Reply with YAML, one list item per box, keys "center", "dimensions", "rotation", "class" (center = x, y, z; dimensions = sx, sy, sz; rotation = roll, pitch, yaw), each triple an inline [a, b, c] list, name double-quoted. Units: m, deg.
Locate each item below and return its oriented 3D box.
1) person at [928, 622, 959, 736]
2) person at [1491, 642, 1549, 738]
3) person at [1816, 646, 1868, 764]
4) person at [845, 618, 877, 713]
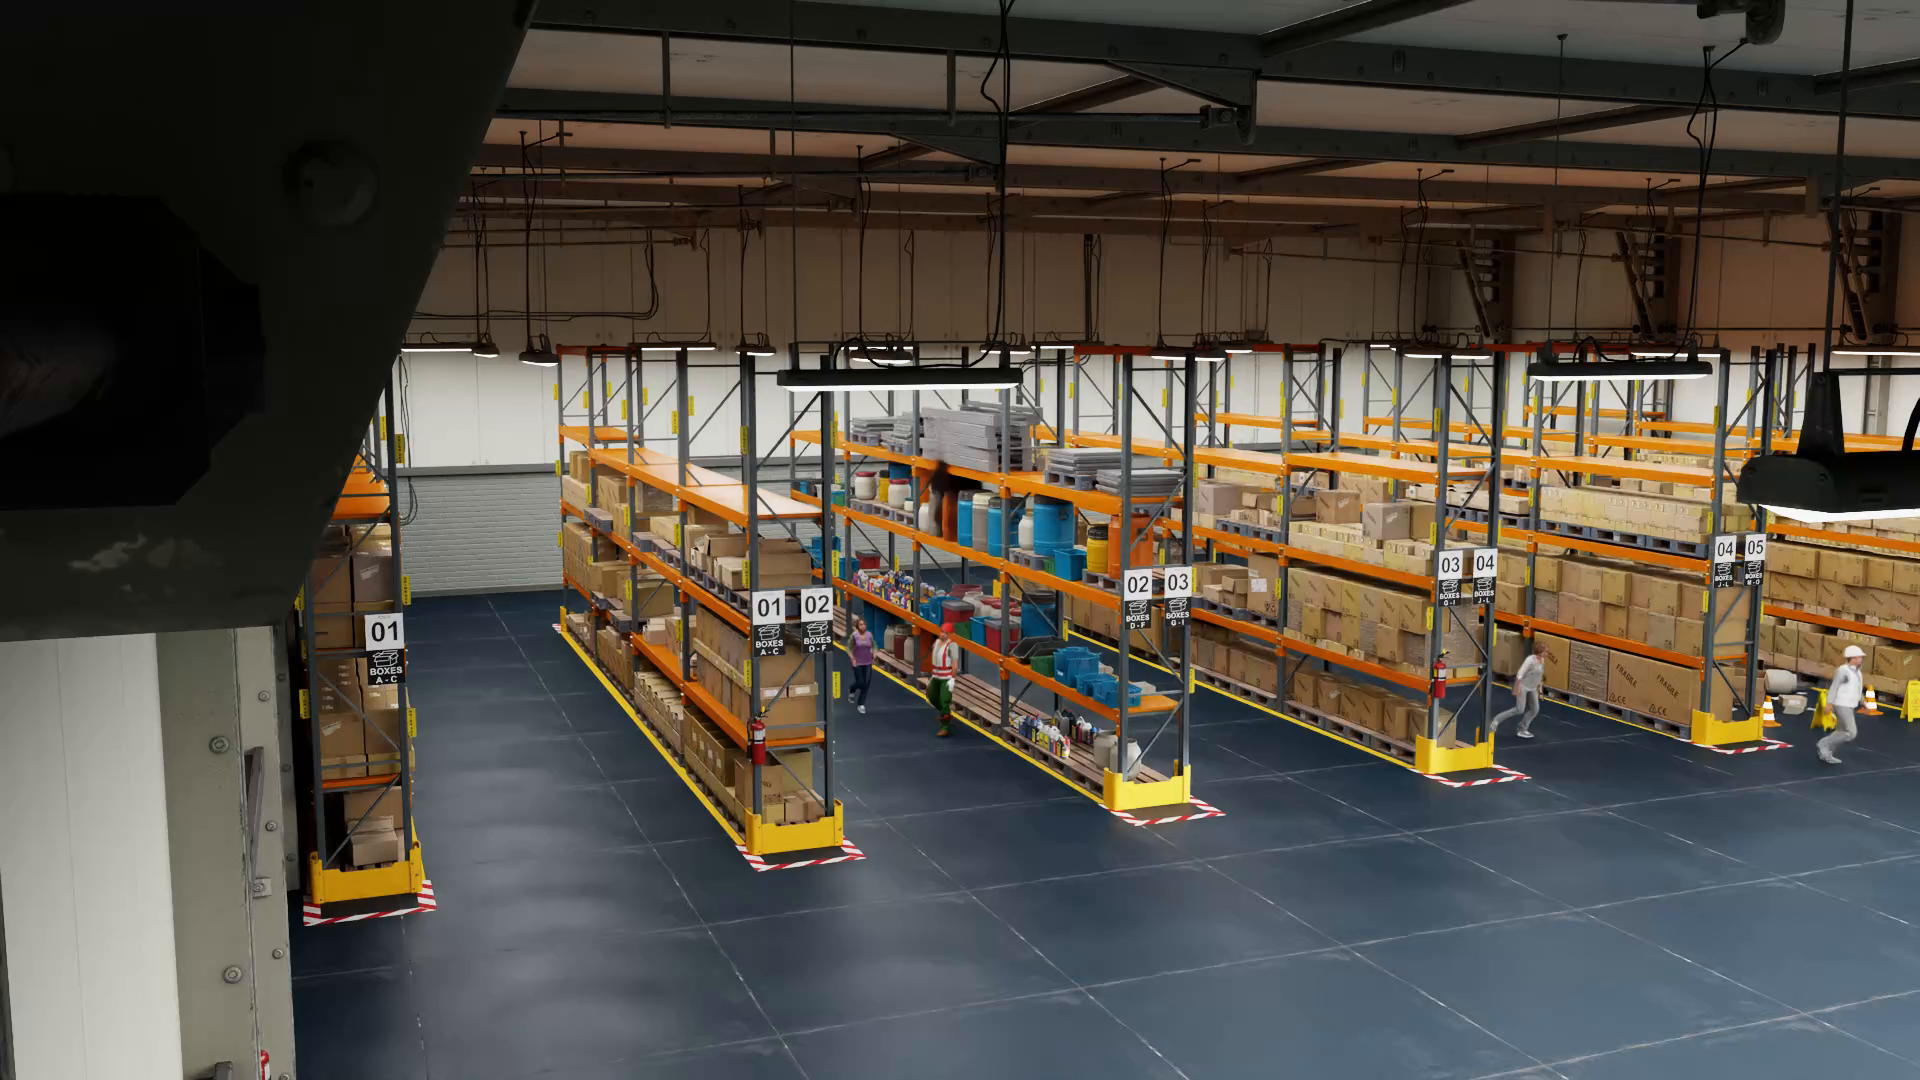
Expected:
- center: [-0.254, 2.144, 26.073]
  dimensions: [0.763, 1.773, 0.636]
  rotation: [7, 10, 44]
  class: "person"
- center: [8.710, 2.311, 25.786]
  dimensions: [0.665, 1.499, 0.682]
  rotation: [-5, 9, -36]
  class: "person"
- center: [12.878, 2.400, 24.232]
  dimensions: [0.566, 1.752, 0.645]
  rotation: [7, 10, 42]
  class: "person"
- center: [-1.626, 2.069, 27.608]
  dimensions: [0.533, 1.571, 0.575]
  rotation: [-2, 8, -18]
  class: "person"
